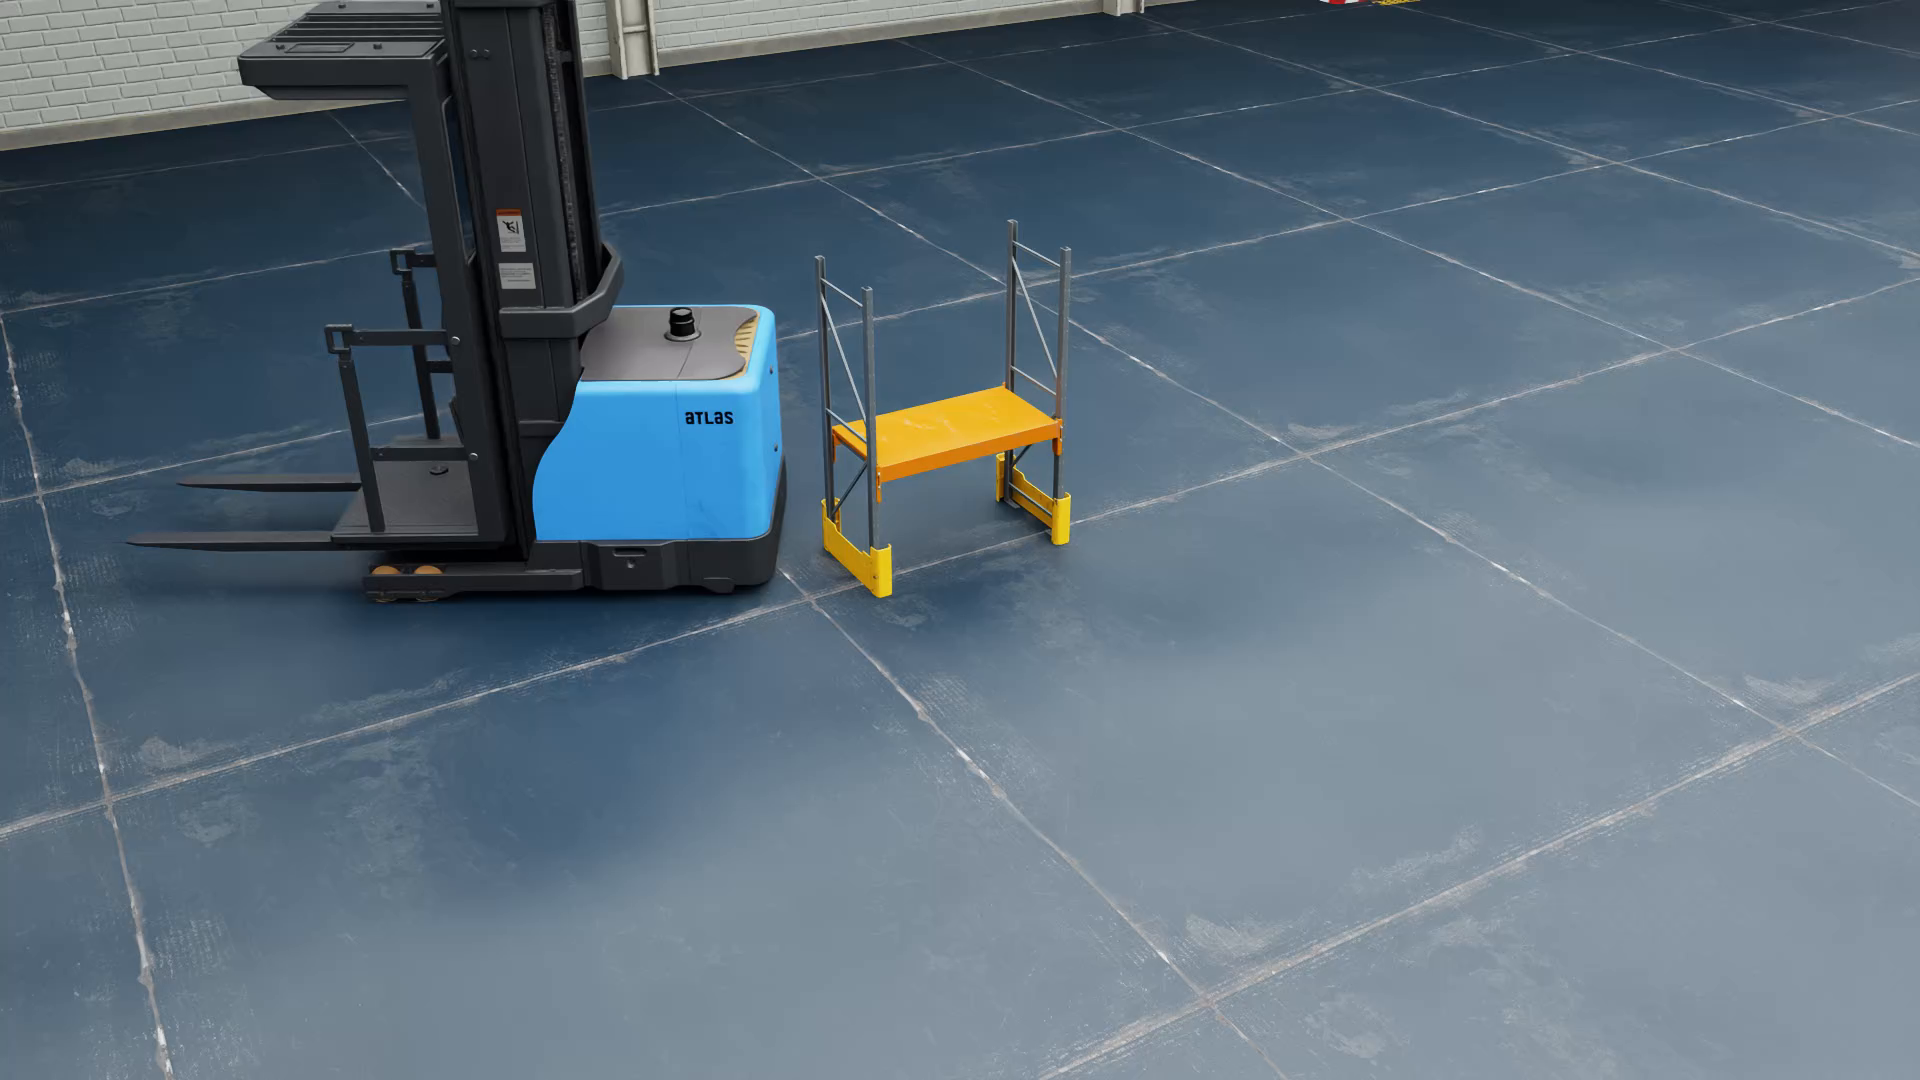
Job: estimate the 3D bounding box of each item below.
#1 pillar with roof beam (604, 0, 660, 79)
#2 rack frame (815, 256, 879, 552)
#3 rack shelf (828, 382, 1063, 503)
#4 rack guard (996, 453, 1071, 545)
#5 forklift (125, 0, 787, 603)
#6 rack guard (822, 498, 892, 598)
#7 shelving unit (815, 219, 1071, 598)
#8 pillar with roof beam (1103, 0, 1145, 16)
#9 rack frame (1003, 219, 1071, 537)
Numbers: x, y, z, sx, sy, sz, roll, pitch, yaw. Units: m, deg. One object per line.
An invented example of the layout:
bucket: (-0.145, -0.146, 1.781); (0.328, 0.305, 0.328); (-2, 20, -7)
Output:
pillar with roof beam: (-1.090, -6.847, 11.344); (0.400, 9.000, 9.100); (-16, 33, -26)
rack frame: (-0.512, -0.511, 7.624); (0.032, 1.500, 0.500); (-16, 33, -26)
rack shelf: (-0.074, -0.478, 7.937); (1.000, 0.185, 0.538); (-16, 33, -26)
rack guard: (0.364, -0.213, 8.377); (0.087, 0.250, 0.587); (-16, 33, -26)
forklift: (-2.396, -1.252, 7.485); (3.031, 2.935, 1.130); (-1, 29, -1)
rack guard: (-0.495, 0.031, 7.935); (0.087, 0.250, 0.587); (-16, 33, -26)
shelving unit: (-0.066, -0.638, 7.854); (1.083, 1.500, 0.587); (-16, 33, -26)
pillar with roof beam: (4.083, -8.316, 14.006); (0.400, 9.000, 9.100); (-16, 33, -26)
rack frame: (0.365, -0.760, 8.075); (0.032, 1.500, 0.500); (-16, 33, -26)
